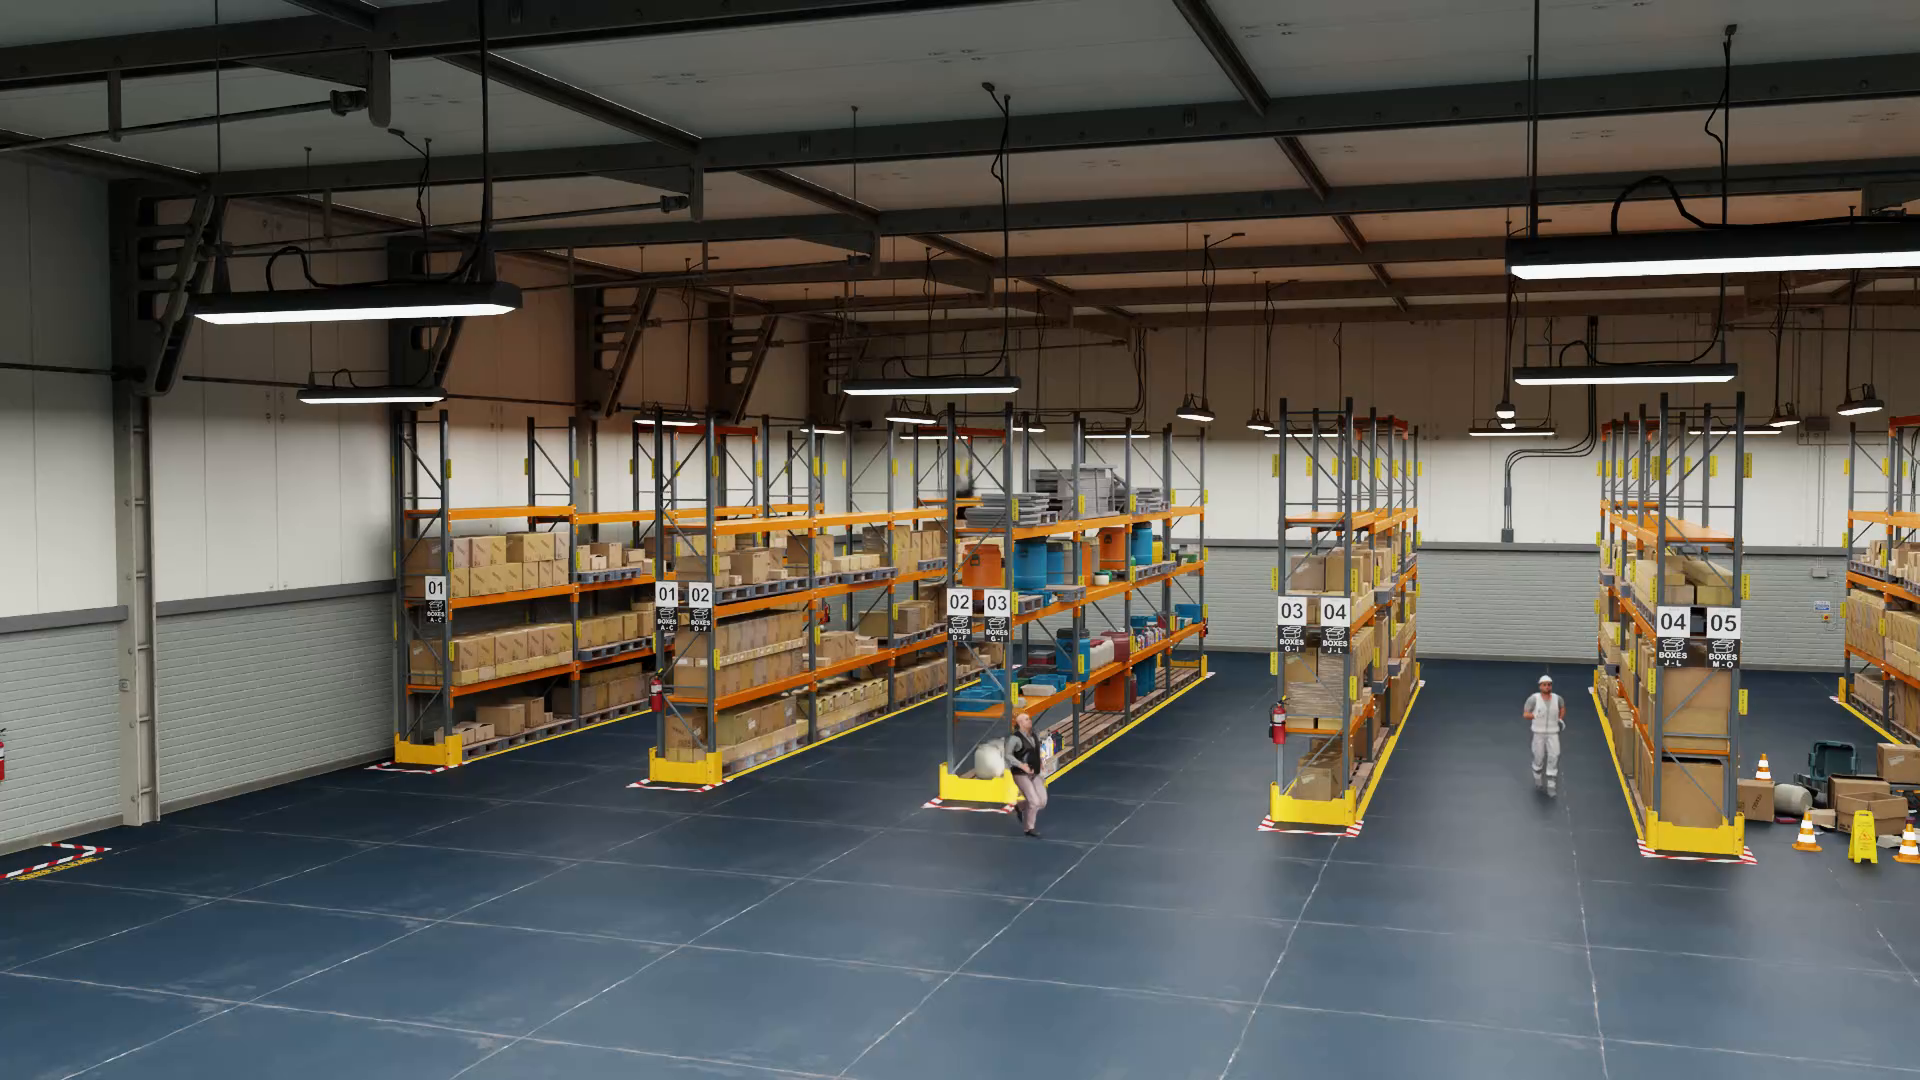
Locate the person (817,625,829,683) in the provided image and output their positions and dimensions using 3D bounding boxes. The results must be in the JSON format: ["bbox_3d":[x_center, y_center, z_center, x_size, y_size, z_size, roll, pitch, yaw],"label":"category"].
[{"bbox_3d":[-2.927,2.653,35.557,0.580,1.685,0.896,1,3,13],"label":"person"}]

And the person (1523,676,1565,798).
[{"bbox_3d":[8.975,2.980,25.504,0.645,1.800,0.903,0,2,11],"label":"person"}]

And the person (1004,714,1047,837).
[{"bbox_3d":[0.893,3.204,22.757,0.581,1.663,0.695,2,3,45],"label":"person"}]
